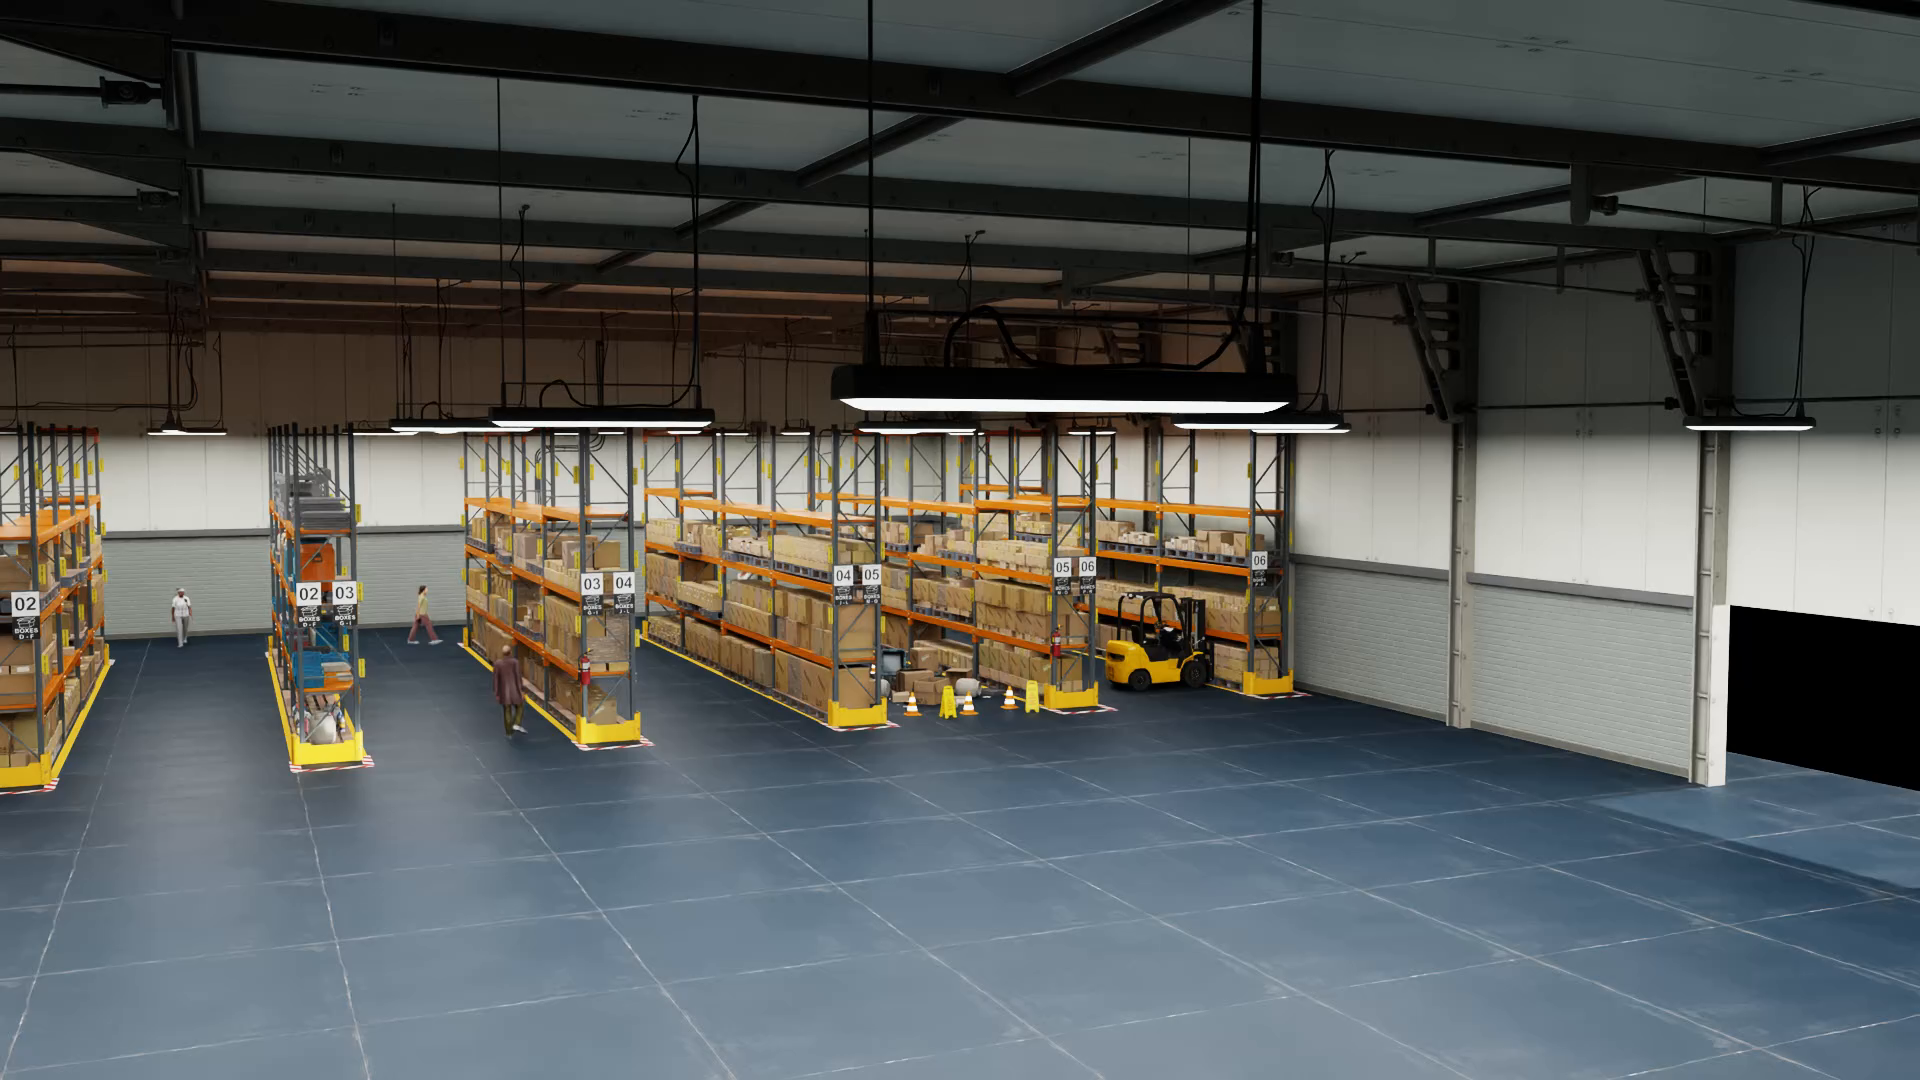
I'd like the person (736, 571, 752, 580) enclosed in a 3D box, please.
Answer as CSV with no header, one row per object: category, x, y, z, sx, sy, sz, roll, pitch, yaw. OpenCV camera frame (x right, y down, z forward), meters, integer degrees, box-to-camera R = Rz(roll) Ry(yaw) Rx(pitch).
person,-6.823,1.635,52.547,0.495,1.753,1.019,3,4,37

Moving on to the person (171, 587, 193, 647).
person,-21.415,2.095,45.781,0.534,1.624,1.033,-2,4,-27

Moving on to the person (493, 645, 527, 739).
person,-8.571,2.897,31.654,0.627,1.770,0.571,-1,4,-13

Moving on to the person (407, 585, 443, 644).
person,-14.924,2.064,46.269,0.957,1.608,0.437,-3,5,-41
